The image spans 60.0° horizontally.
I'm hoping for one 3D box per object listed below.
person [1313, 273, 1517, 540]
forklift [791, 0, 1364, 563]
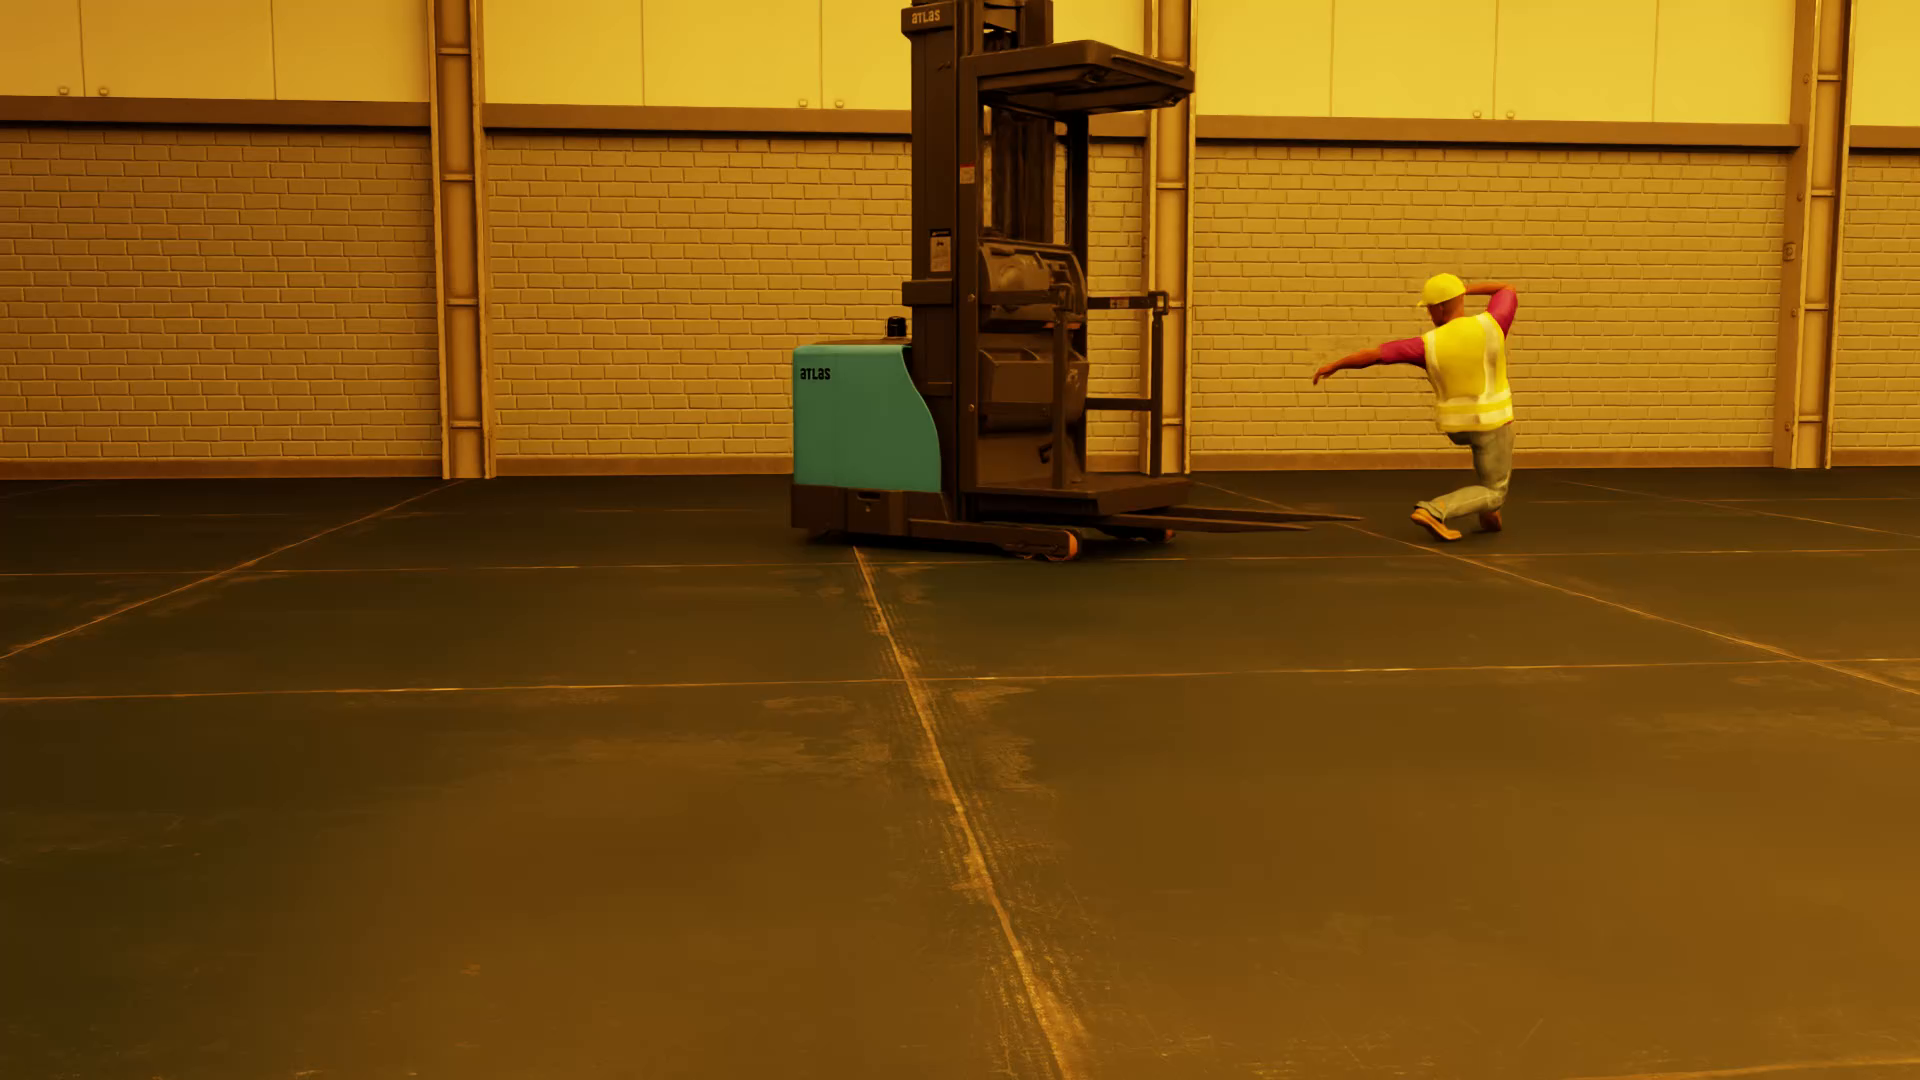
[{"bbox_3d":[2.663,-0.761,9.496,1.050,1.475,0.921,6,9,43],"label":"person"},{"bbox_3d":[0.559,-1.410,8.638,3.031,2.935,1.130,4,8,35],"label":"forklift"}]
